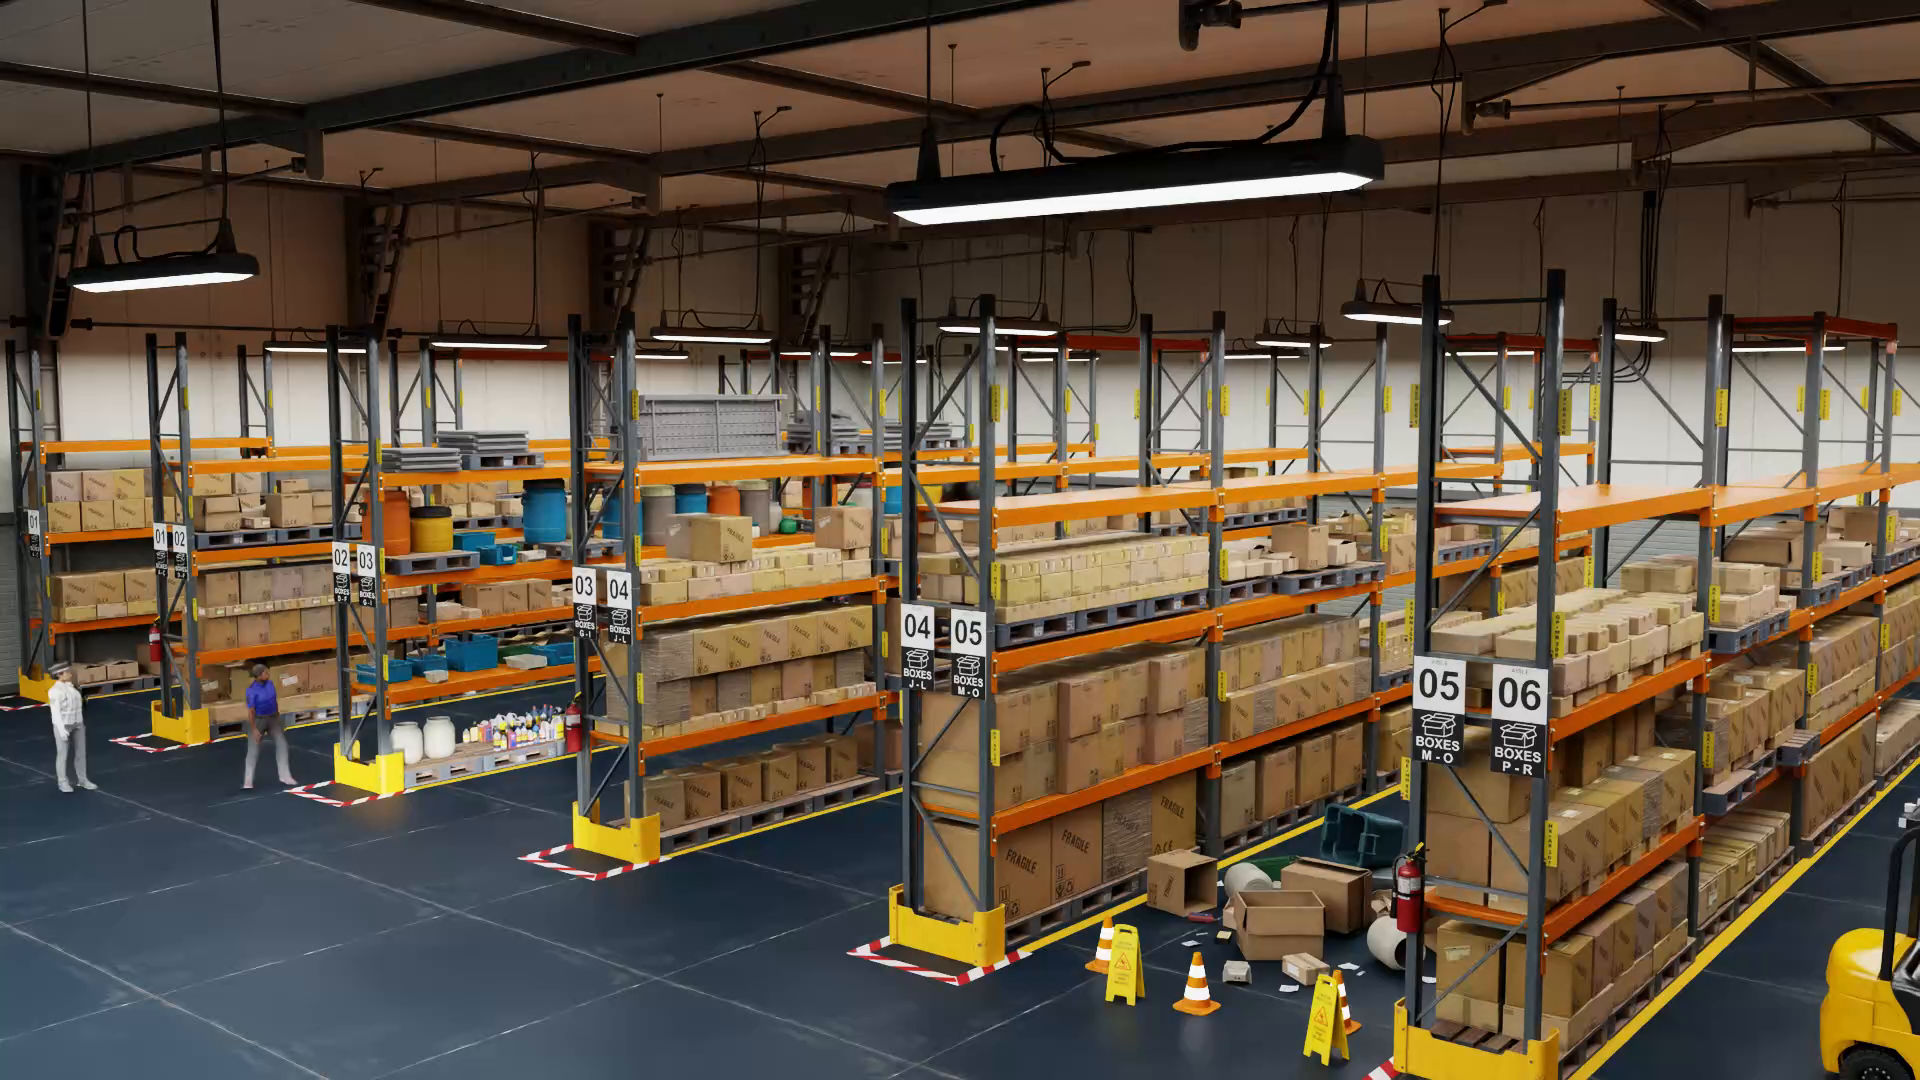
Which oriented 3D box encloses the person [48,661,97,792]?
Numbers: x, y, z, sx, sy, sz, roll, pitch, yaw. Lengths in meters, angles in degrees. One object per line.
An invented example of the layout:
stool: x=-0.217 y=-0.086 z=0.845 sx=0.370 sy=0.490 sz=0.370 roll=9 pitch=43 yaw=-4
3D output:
person: x=-11.487 y=2.406 z=21.452 sx=0.436 sy=1.701 sz=0.538 roll=2 pitch=6 yaw=23

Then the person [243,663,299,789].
person: x=-9.046 y=2.421 z=21.699 sx=0.506 sy=1.684 sz=0.634 roll=4 pitch=6 yaw=35
